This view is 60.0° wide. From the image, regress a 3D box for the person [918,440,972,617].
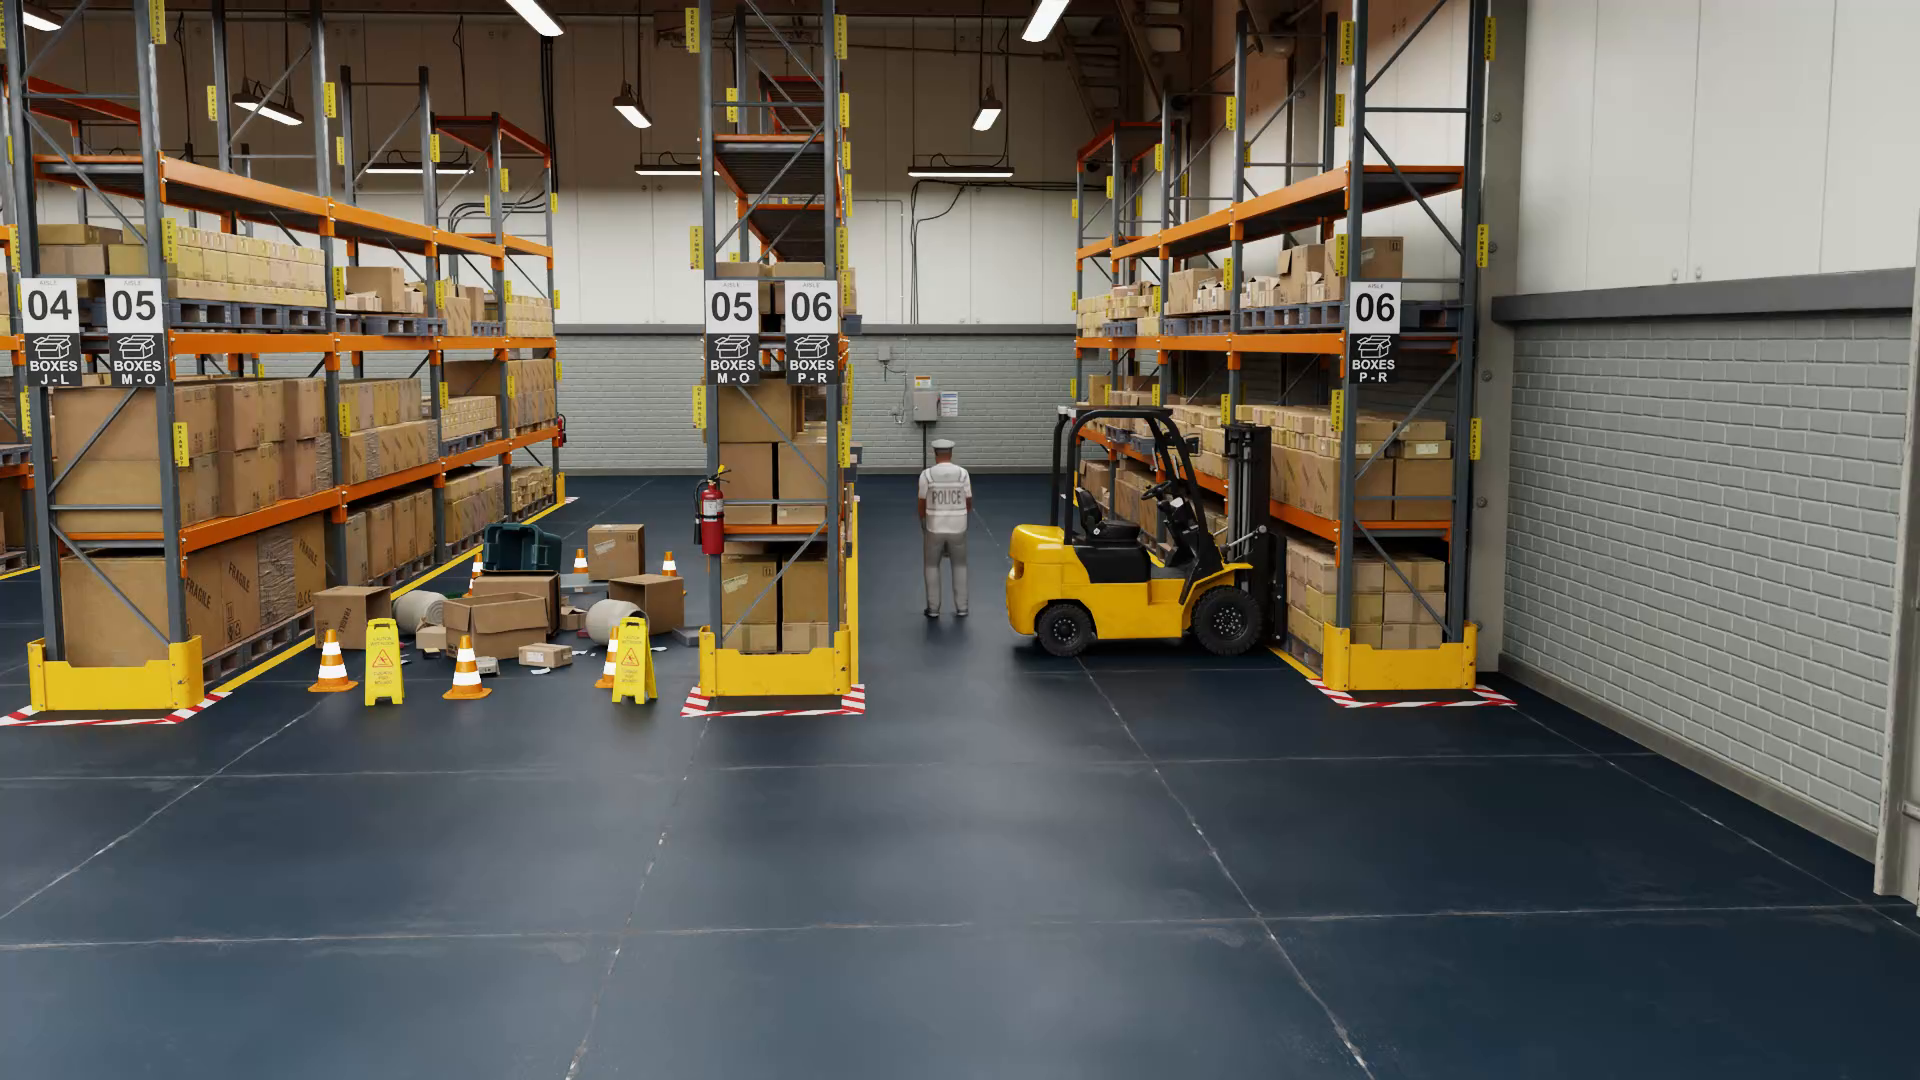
[{"bbox_3d":[-0.153,-0.115,16.614,0.547,1.763,0.444,-1,7,-9],"label":"person"}]
